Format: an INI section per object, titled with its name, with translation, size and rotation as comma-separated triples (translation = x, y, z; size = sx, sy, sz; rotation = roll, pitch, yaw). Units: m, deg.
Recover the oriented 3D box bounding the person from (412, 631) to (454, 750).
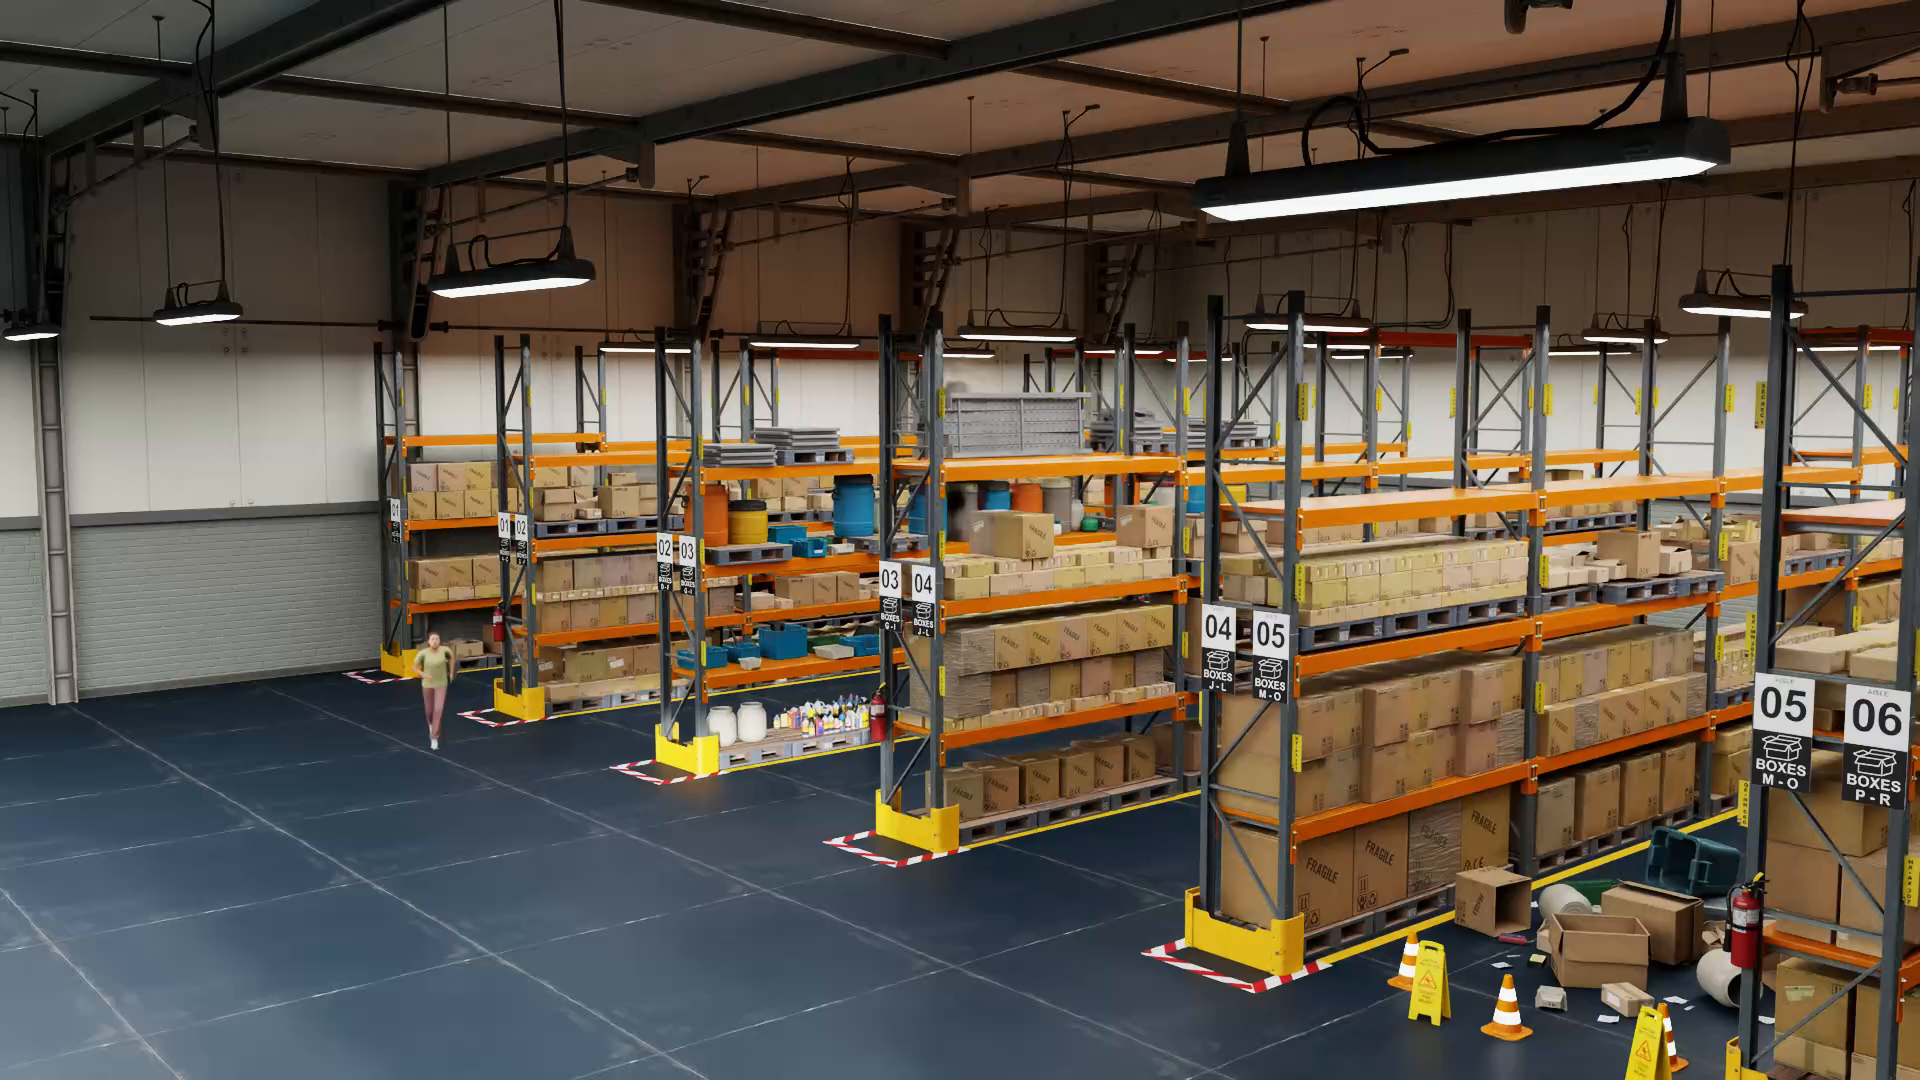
[person]
translation = -7.649, 2.136, 24.193
size = 0.599, 1.665, 0.999
rotation = -2, 6, -22
